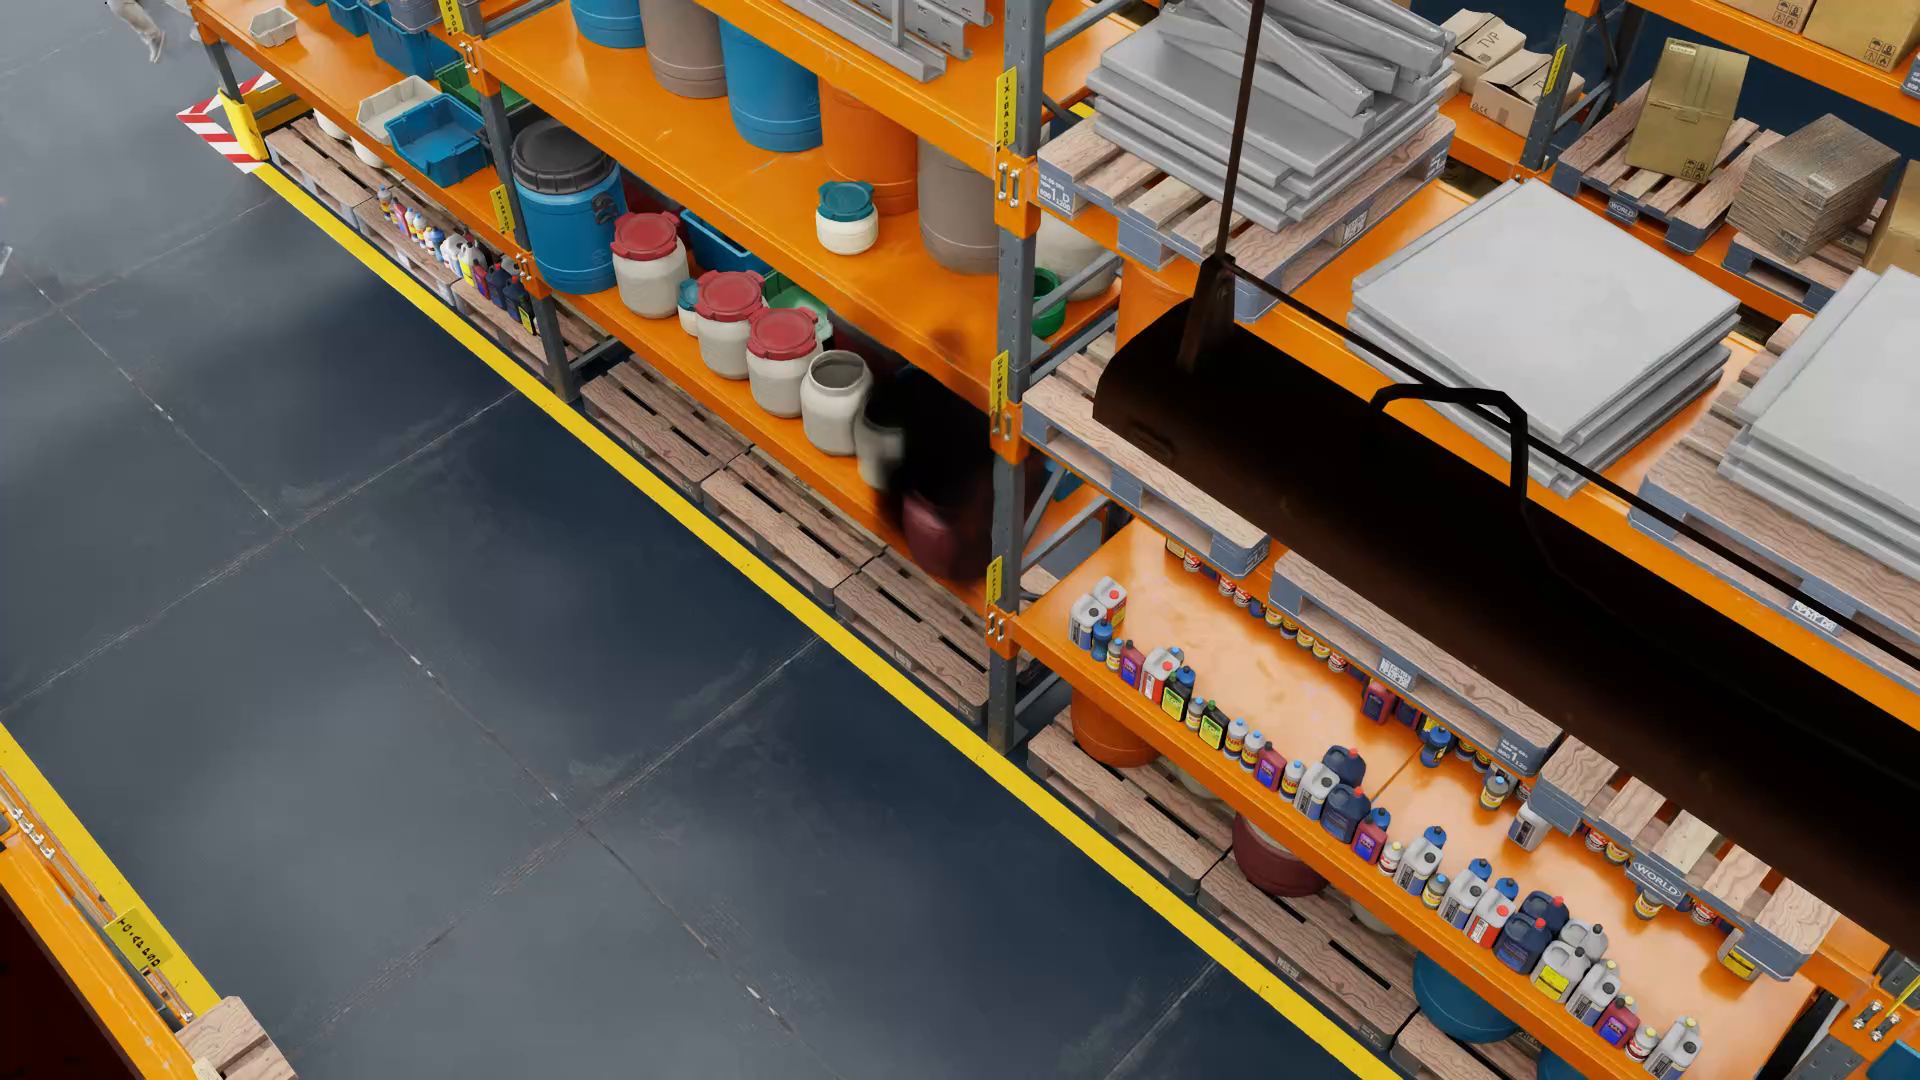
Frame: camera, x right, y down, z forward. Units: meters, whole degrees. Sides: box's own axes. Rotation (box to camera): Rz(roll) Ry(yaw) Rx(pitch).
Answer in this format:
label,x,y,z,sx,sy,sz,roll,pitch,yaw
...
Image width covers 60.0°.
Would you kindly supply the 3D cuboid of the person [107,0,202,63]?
label,x,y,z,sx,sy,sz,roll,pitch,yaw
person,-6.465,-4.581,13.160,0.811,1.683,0.628,-21,53,-17
